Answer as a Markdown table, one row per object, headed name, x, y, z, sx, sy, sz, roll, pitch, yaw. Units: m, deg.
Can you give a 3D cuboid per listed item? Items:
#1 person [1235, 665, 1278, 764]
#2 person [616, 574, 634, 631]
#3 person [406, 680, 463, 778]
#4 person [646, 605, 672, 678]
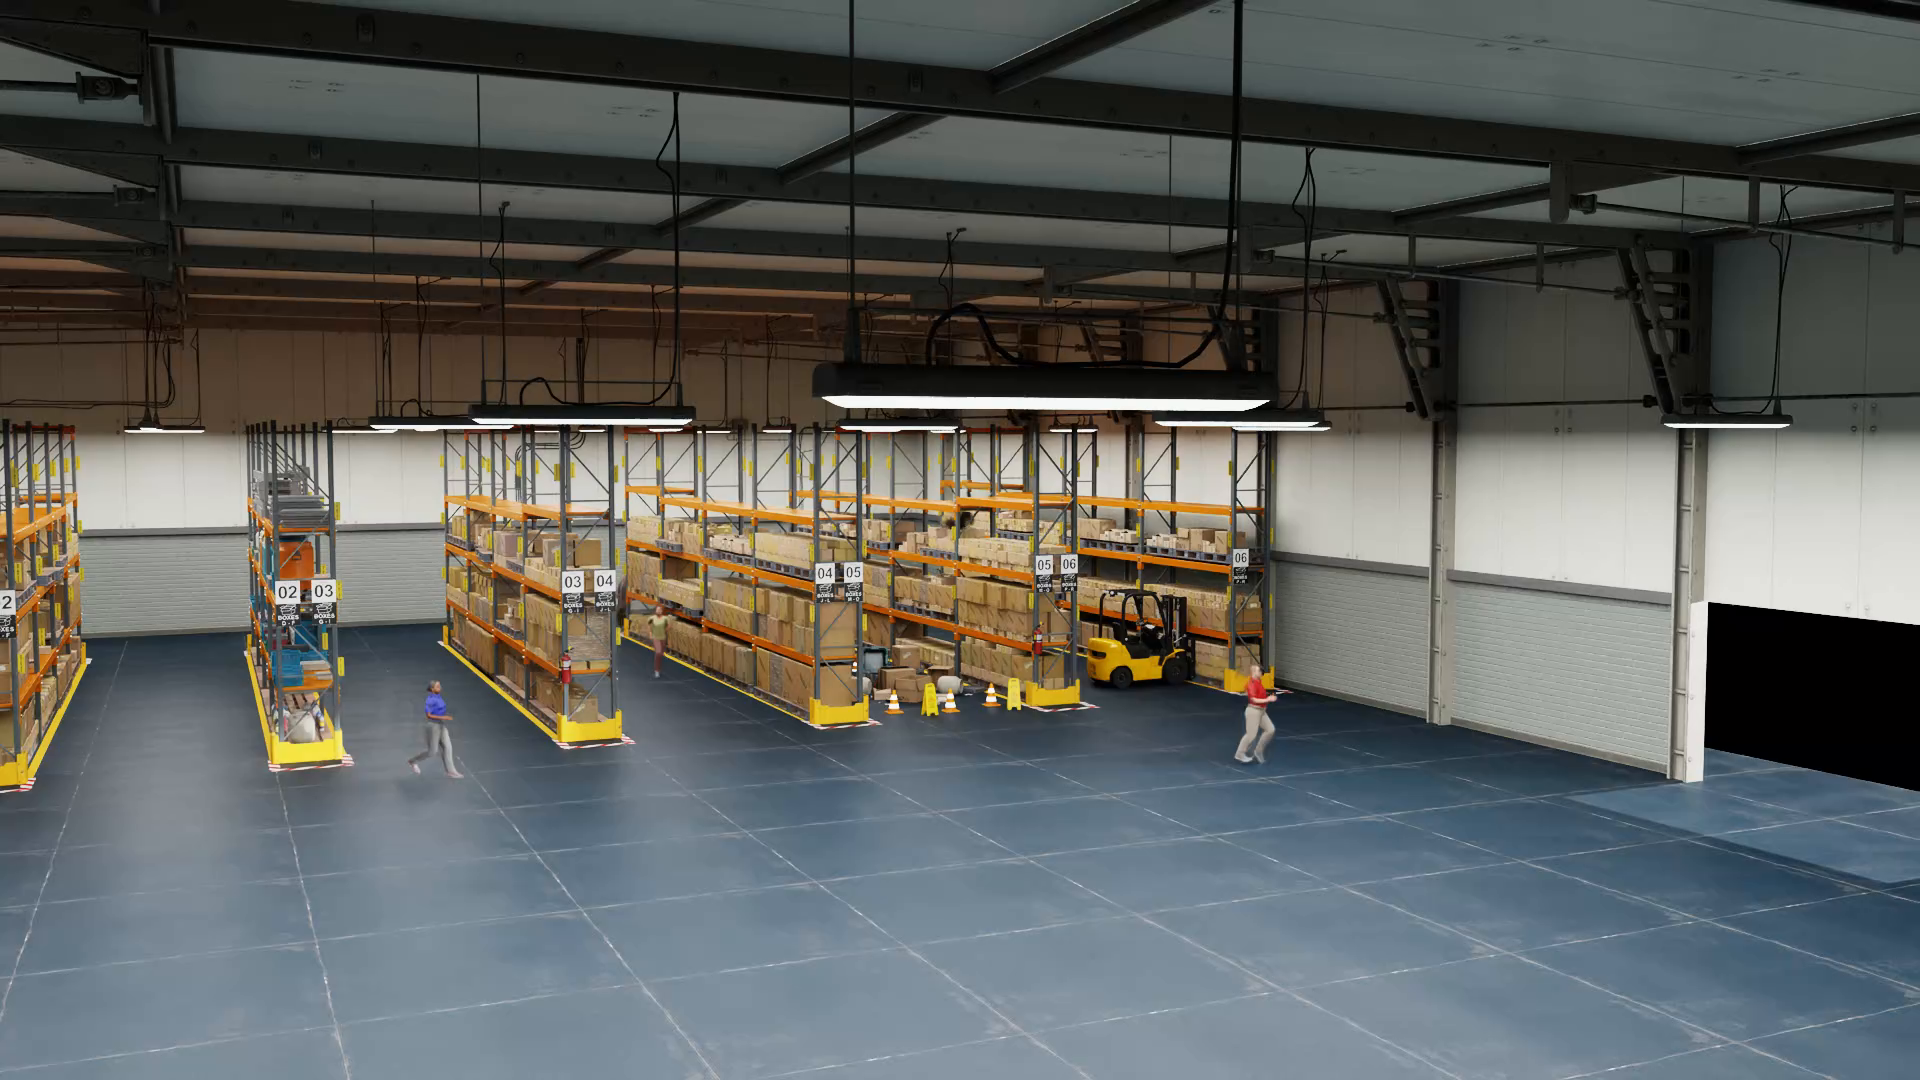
| name | x | y | z | sx | sy | sz | roll | pitch | yaw |
| --- | --- | --- | --- | --- | --- | --- | --- | --- | --- |
| person | 5.174 | 3.062 | 28.981 | 0.736 | 1.770 | 0.637 | 2 | 4 | 26 |
| person | -9.824 | 1.826 | 48.627 | 0.682 | 1.763 | 0.778 | -3 | 5 | -44 |
| person | -8.767 | 3.155 | 27.742 | 0.925 | 1.653 | 0.582 | 0 | 4 | 4 |
| person | -7.184 | 2.402 | 39.775 | 0.569 | 1.718 | 0.748 | -2 | 4 | -24 |
